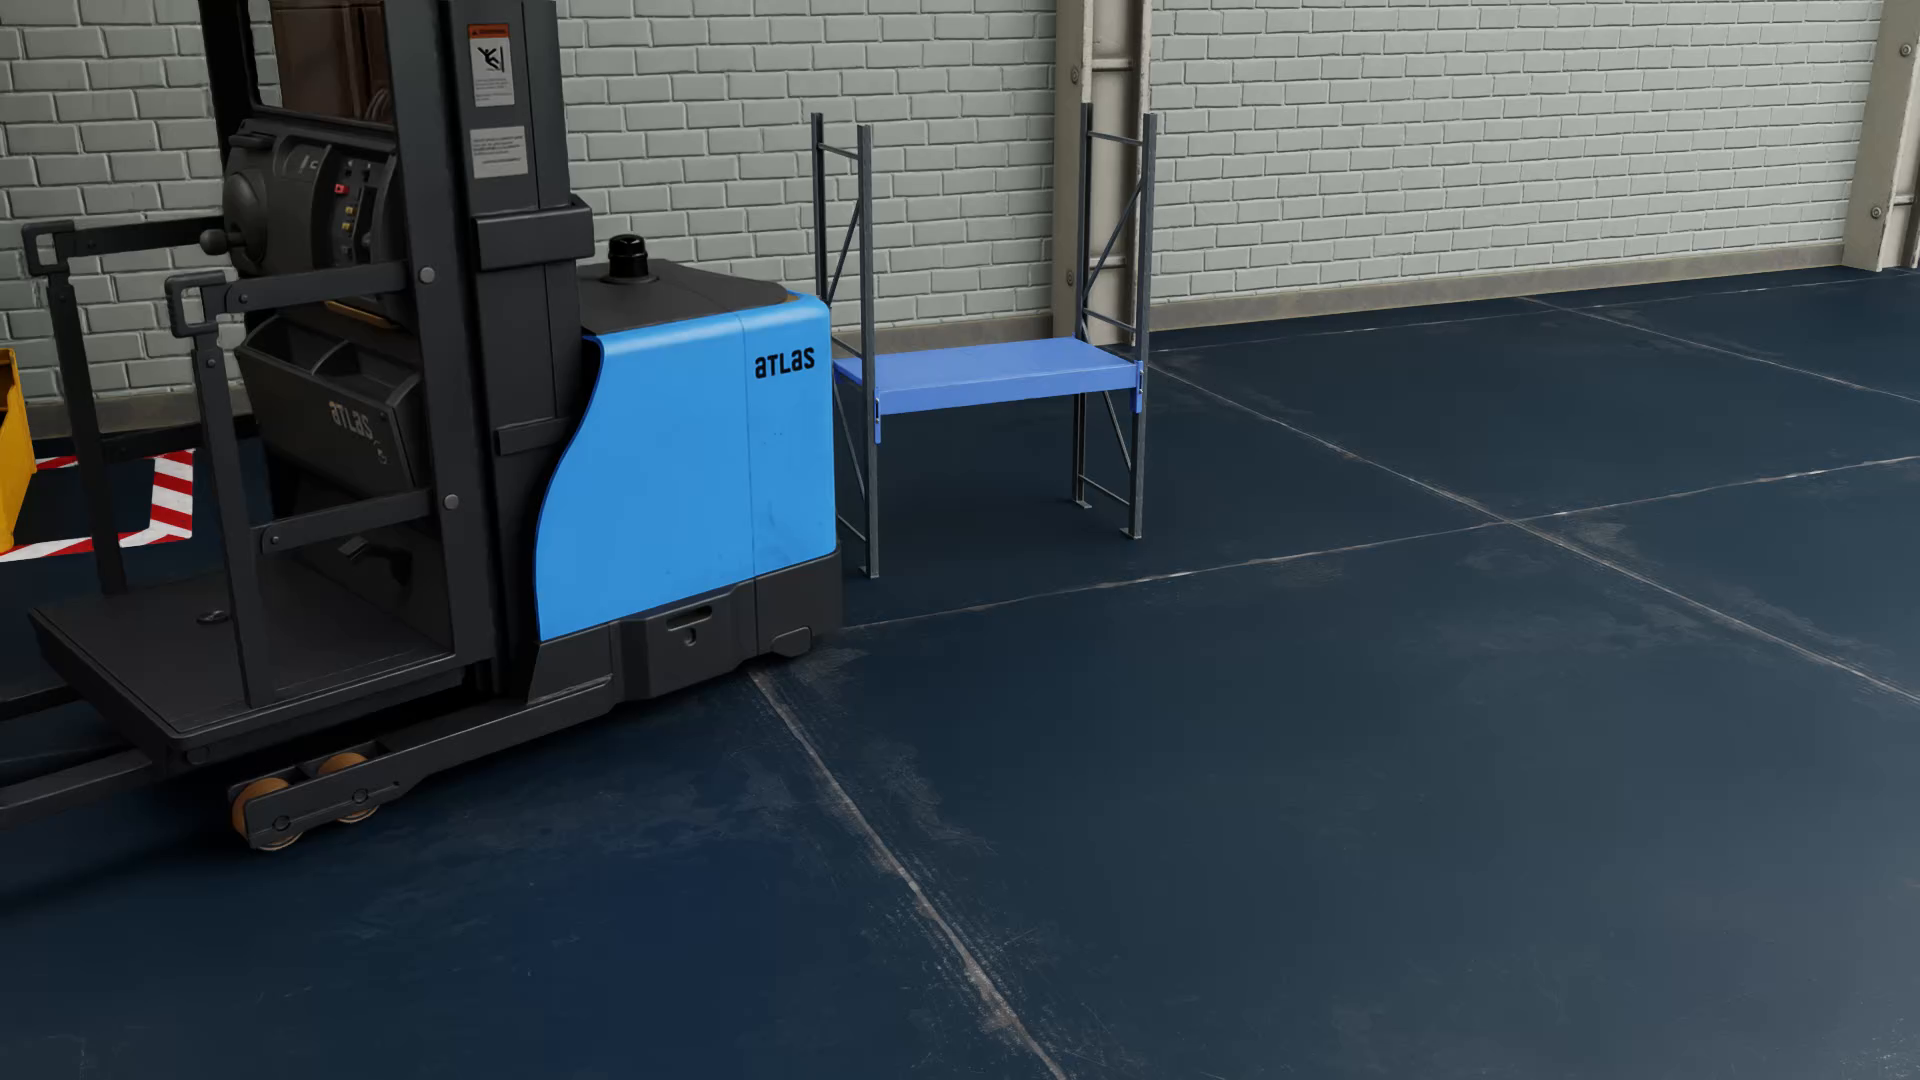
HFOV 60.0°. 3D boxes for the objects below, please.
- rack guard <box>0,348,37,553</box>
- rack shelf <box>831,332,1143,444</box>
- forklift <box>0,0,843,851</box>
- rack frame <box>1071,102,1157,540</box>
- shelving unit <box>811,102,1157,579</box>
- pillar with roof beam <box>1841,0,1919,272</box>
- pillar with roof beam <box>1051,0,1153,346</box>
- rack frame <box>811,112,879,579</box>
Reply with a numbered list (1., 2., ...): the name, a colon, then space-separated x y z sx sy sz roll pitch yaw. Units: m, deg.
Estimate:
1. rack guard: -3.753 -0.345 6.249 0.348 0.500 1.175 -8 21 -22
2. rack shelf: 0.078 -0.549 5.865 1.000 0.185 0.538 -8 21 -22
3. forklift: -1.772 -0.842 4.001 3.031 2.935 1.130 -18 26 -41
4. rack frame: 0.545 -0.786 5.995 0.032 1.500 0.500 -8 21 -22
5. shelving unit: 0.078 -0.719 5.805 1.048 1.500 0.538 -8 21 -22
6. pillar with roof beam: 7.952 -4.800 6.104 0.400 9.000 9.100 -8 21 -22
7. pillar with roof beam: 2.443 -4.010 3.862 0.400 9.000 9.100 -8 21 -22
8. rack frame: -0.388 -0.652 5.615 0.032 1.500 0.500 -8 21 -22
